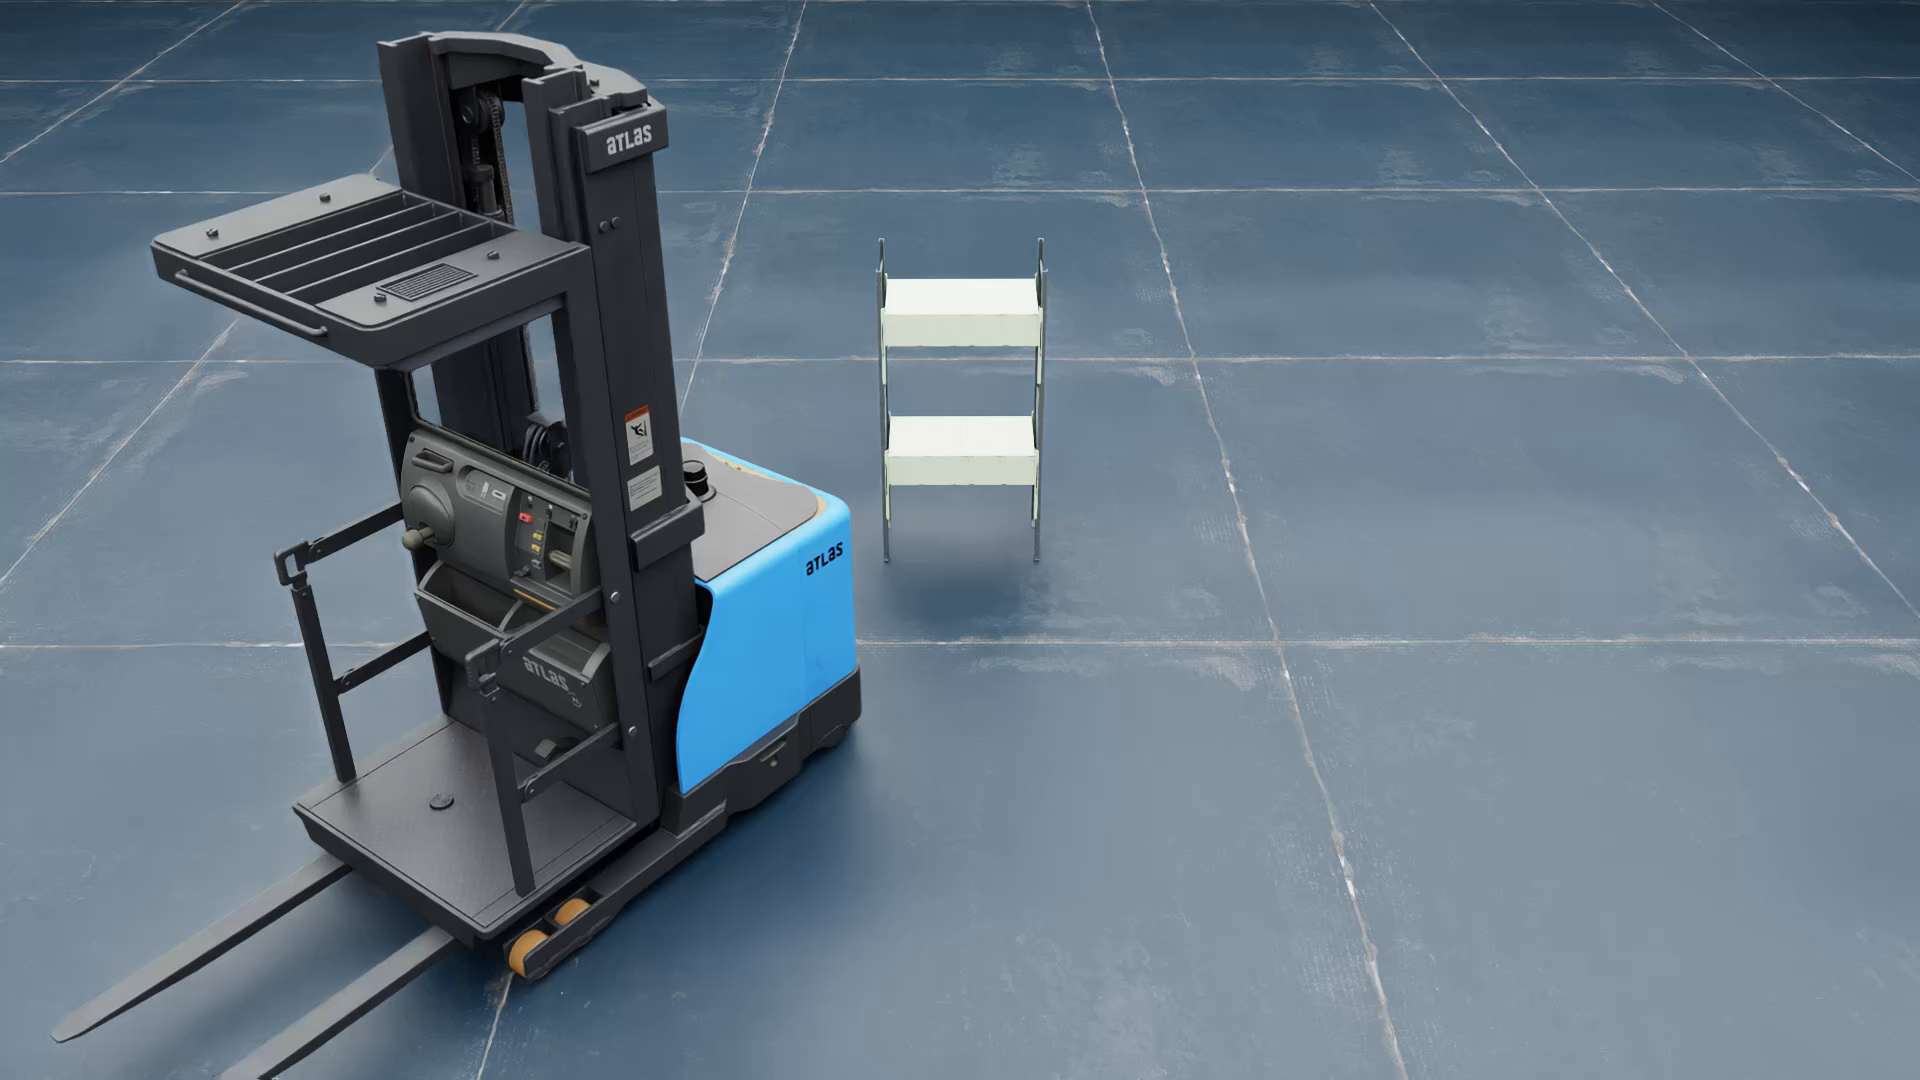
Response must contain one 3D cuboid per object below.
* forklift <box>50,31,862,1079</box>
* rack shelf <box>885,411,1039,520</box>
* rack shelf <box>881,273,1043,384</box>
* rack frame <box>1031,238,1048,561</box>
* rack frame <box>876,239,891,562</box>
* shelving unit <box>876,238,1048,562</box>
[{"bbox_3d":[-1.698,-0.025,5.465,1.130,2.935,3.031,21,37,31],"label":"forklift"},{"bbox_3d":[0.007,-0.363,8.030,0.720,0.370,0.431,0,31,0],"label":"rack shelf"},{"bbox_3d":[0.007,-0.975,7.659,0.720,0.370,0.431,0,31,0],"label":"rack shelf"},{"bbox_3d":[0.373,-0.642,7.863,0.023,1.500,0.400,0,31,0],"label":"rack frame"},{"bbox_3d":[-0.359,-0.640,7.859,0.023,1.500,0.400,0,31,0],"label":"rack frame"},{"bbox_3d":[0.007,-0.641,7.861,0.755,1.500,0.431,0,31,0],"label":"shelving unit"}]
